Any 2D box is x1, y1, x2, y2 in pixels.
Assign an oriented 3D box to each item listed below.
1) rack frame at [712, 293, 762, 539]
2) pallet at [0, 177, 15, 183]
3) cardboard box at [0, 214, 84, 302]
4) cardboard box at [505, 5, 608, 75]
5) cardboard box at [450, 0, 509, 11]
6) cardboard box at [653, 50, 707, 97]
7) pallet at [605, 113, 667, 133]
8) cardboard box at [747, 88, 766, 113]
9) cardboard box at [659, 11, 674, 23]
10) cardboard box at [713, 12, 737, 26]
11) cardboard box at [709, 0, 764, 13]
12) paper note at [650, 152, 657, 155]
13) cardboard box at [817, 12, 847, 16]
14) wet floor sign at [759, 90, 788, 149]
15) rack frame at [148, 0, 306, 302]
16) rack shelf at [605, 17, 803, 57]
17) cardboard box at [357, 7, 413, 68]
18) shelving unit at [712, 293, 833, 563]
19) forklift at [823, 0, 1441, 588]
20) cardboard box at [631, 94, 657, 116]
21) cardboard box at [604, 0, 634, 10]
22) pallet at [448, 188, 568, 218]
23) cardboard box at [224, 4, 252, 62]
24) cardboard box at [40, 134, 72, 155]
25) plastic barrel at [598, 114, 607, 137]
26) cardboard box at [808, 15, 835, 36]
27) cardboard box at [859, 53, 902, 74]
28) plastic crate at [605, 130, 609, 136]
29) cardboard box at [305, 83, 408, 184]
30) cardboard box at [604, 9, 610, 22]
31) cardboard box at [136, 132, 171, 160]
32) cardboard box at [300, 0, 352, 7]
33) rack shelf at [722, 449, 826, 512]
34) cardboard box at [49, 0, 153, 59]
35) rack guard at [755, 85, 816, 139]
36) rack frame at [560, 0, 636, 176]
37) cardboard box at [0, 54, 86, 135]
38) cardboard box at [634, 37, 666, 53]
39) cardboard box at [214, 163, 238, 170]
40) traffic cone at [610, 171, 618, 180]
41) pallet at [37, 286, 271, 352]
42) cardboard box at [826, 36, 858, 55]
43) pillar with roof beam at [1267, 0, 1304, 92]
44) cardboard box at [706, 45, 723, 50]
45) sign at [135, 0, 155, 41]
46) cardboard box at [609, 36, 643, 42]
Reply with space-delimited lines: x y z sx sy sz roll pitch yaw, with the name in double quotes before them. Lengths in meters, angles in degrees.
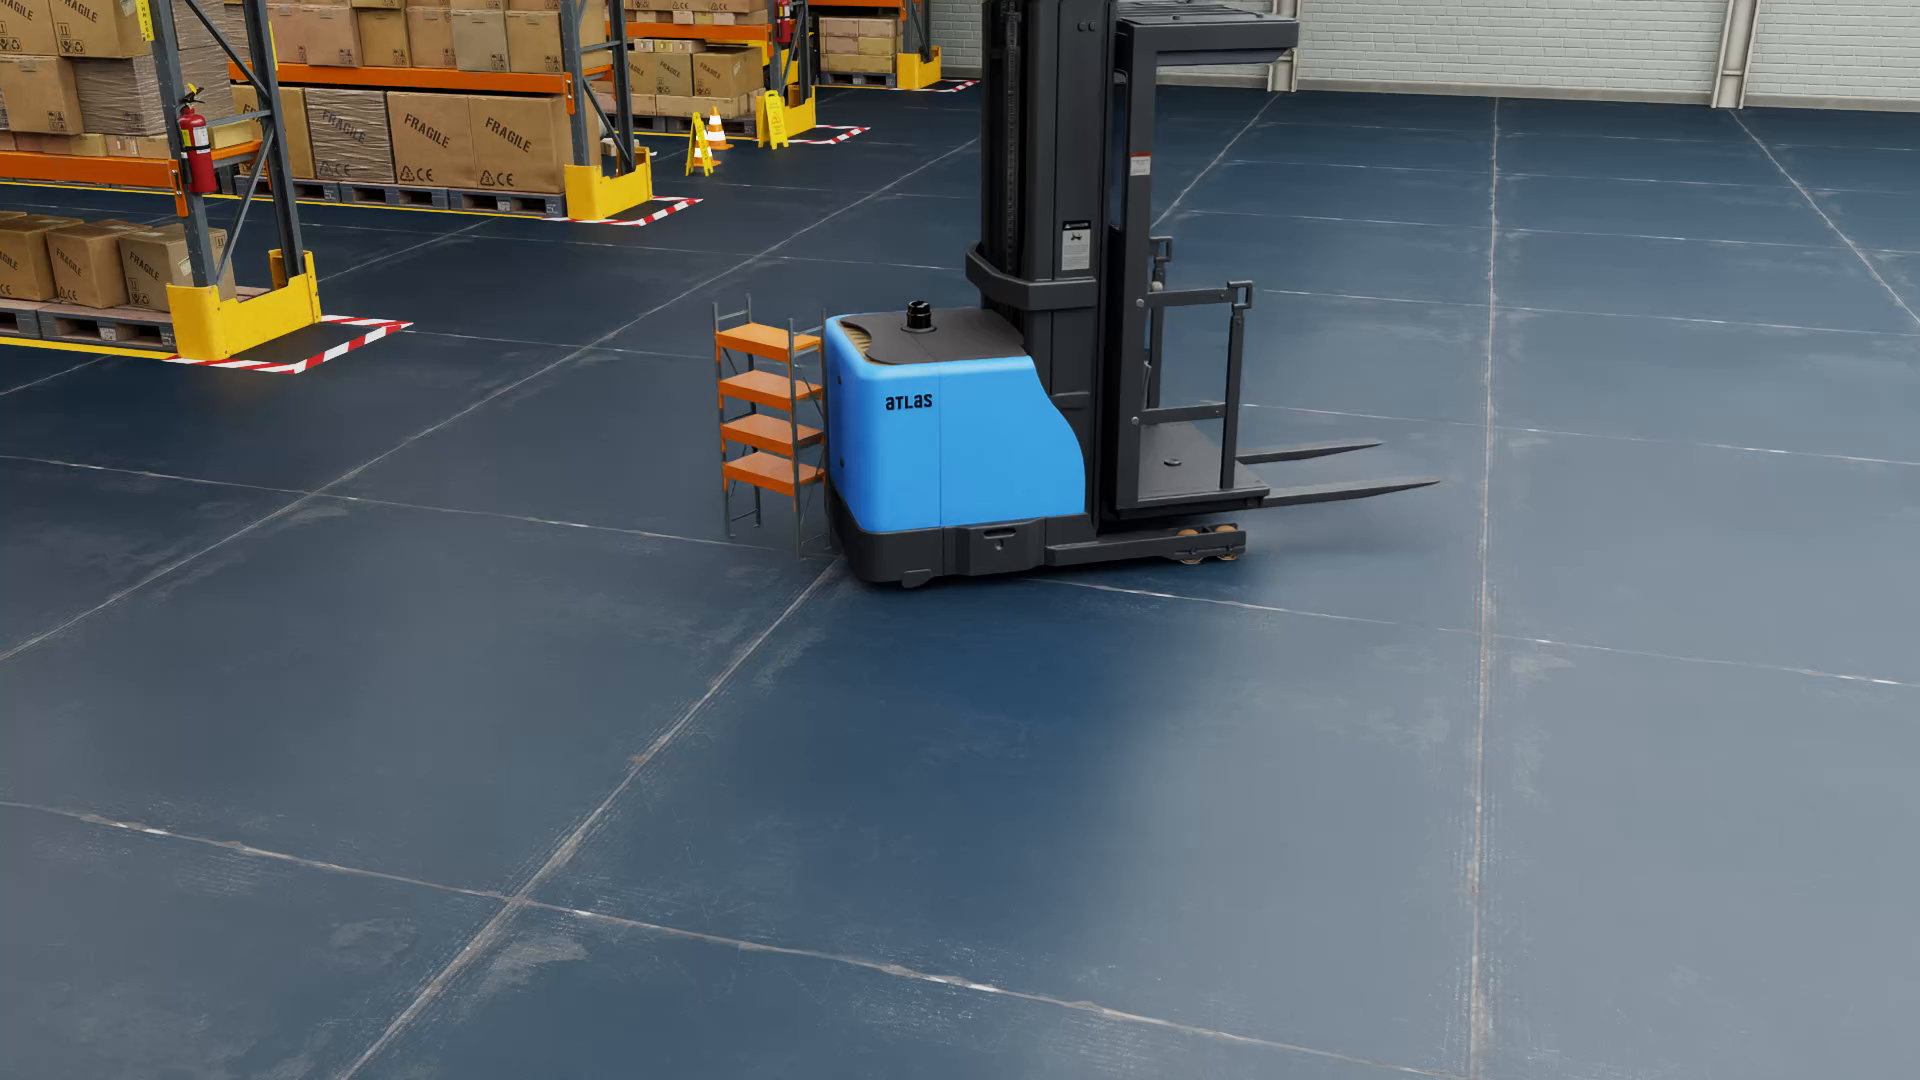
"rack frame" -1.089 -0.597 8.144 0.015 1.200 0.240 17 27 35
"pallet" -10.322 -4.074 17.925 1.213 0.211 1.003 7 23 16
"cardboard box" -6.695 -2.051 12.059 0.500 0.500 0.500 9 24 20
"cardboard box" -3.765 -4.695 15.565 0.550 0.550 0.875 7 23 16
"cardboard box" -4.294 -5.252 15.500 0.550 0.550 0.875 7 23 16
"cardboard box" -3.406 -5.729 20.366 0.500 0.500 0.500 7 23 17
"pallet" -4.068 -5.365 21.072 1.213 0.211 1.003 7 23 16
"cardboard box" -2.756 -5.522 20.849 0.500 0.250 0.500 6 23 15
"cardboard box" -3.457 -6.378 20.196 0.250 0.149 0.380 7 23 16
"cardboard box" -2.758 -6.245 19.874 0.250 0.149 0.380 6 23 15
"cardboard box" -2.663 -6.554 19.772 0.500 0.500 0.500 6 23 15
"paper note" -3.543 -4.418 18.999 0.142 0.019 0.148 -1 22 -3
"cardboard box" -1.994 -7.833 25.166 0.500 0.250 0.500 6 23 15
"wet floor sign" -2.191 -4.912 19.395 0.232 0.644 0.267 16 27 34
"rack frame" -4.926 -2.810 11.169 0.127 3.000 1.000 7 23 16
"rack shelf" -3.978 -6.297 20.617 4.000 0.370 1.077 7 23 16
"cardboard box" -5.317 -4.897 16.059 0.500 0.550 0.875 7 23 16
"shelving unit" -0.897 -0.540 8.005 0.503 1.200 0.258 17 27 35
"forklift" 0.888 -1.425 7.882 3.031 2.935 1.130 -6 23 -14
"cardboard box" -3.911 -5.439 20.647 0.500 0.250 0.500 6 23 14
"cardboard box" -4.098 -6.729 20.199 0.500 0.500 0.500 7 23 16
"pallet" -4.185 -3.370 16.209 1.213 0.211 1.003 7 23 15
"cardboard box" -6.869 -5.073 16.487 0.550 0.550 0.875 7 23 16
"cardboard box" -5.987 -2.720 11.279 0.250 0.149 0.380 7 23 16
"plastic barrel" -4.478 -4.895 19.646 0.512 0.421 0.421 -14 26 -30
"cardboard box" -2.141 -7.642 24.700 0.500 0.250 0.500 7 23 16
"cardboard box" -1.174 -7.074 24.632 0.500 0.250 0.500 7 23 16
"plastic crate" -4.627 -5.029 20.424 0.583 0.080 0.402 -1 22 -3
"cardboard box" -5.780 -4.059 16.460 0.875 0.875 0.875 7 23 16
"cardboard box" -4.213 -6.421 20.302 0.250 0.149 0.380 6 23 15
"cardboard box" -5.258 -2.650 11.110 0.250 0.149 0.380 7 23 16
"cardboard box" -5.845 -5.429 15.931 0.550 0.550 0.875 7 23 16
"rack shelf" -0.897 -0.294 8.106 0.480 0.148 0.258 17 27 35
"cardboard box" -5.524 -3.427 10.832 0.500 0.500 0.500 7 23 16
"rack guard" -2.136 -5.263 20.441 0.348 0.500 1.175 7 23 16
"rack frame" -3.396 -4.601 15.535 0.127 3.000 1.000 7 23 16
"cardboard box" -5.958 -3.076 11.292 0.500 0.500 0.875 7 23 16
"cardboard box" -3.768 -6.047 20.287 0.250 0.149 0.380 8 23 18
"cardboard box" -7.846 -4.229 17.037 0.750 0.750 1.050 6 23 15
"traffic cone" -3.495 -4.002 17.416 0.334 0.463 0.336 7 23 16
"pallet" -5.766 -1.630 11.967 1.213 0.211 1.003 7 23 16
"cardboard box" -1.666 -7.367 24.688 0.500 0.250 0.500 6 23 15
"pillar with roof beam" 3.461 -9.172 18.773 0.400 9.000 9.100 7 23 16
"cardboard box" -3.280 -5.927 20.848 0.500 0.500 0.500 6 23 14
"sign" -5.105 -3.293 10.403 0.005 0.325 0.100 7 23 16
"cardboard box" -4.965 -7.802 25.913 0.625 0.625 0.875 8 24 18
